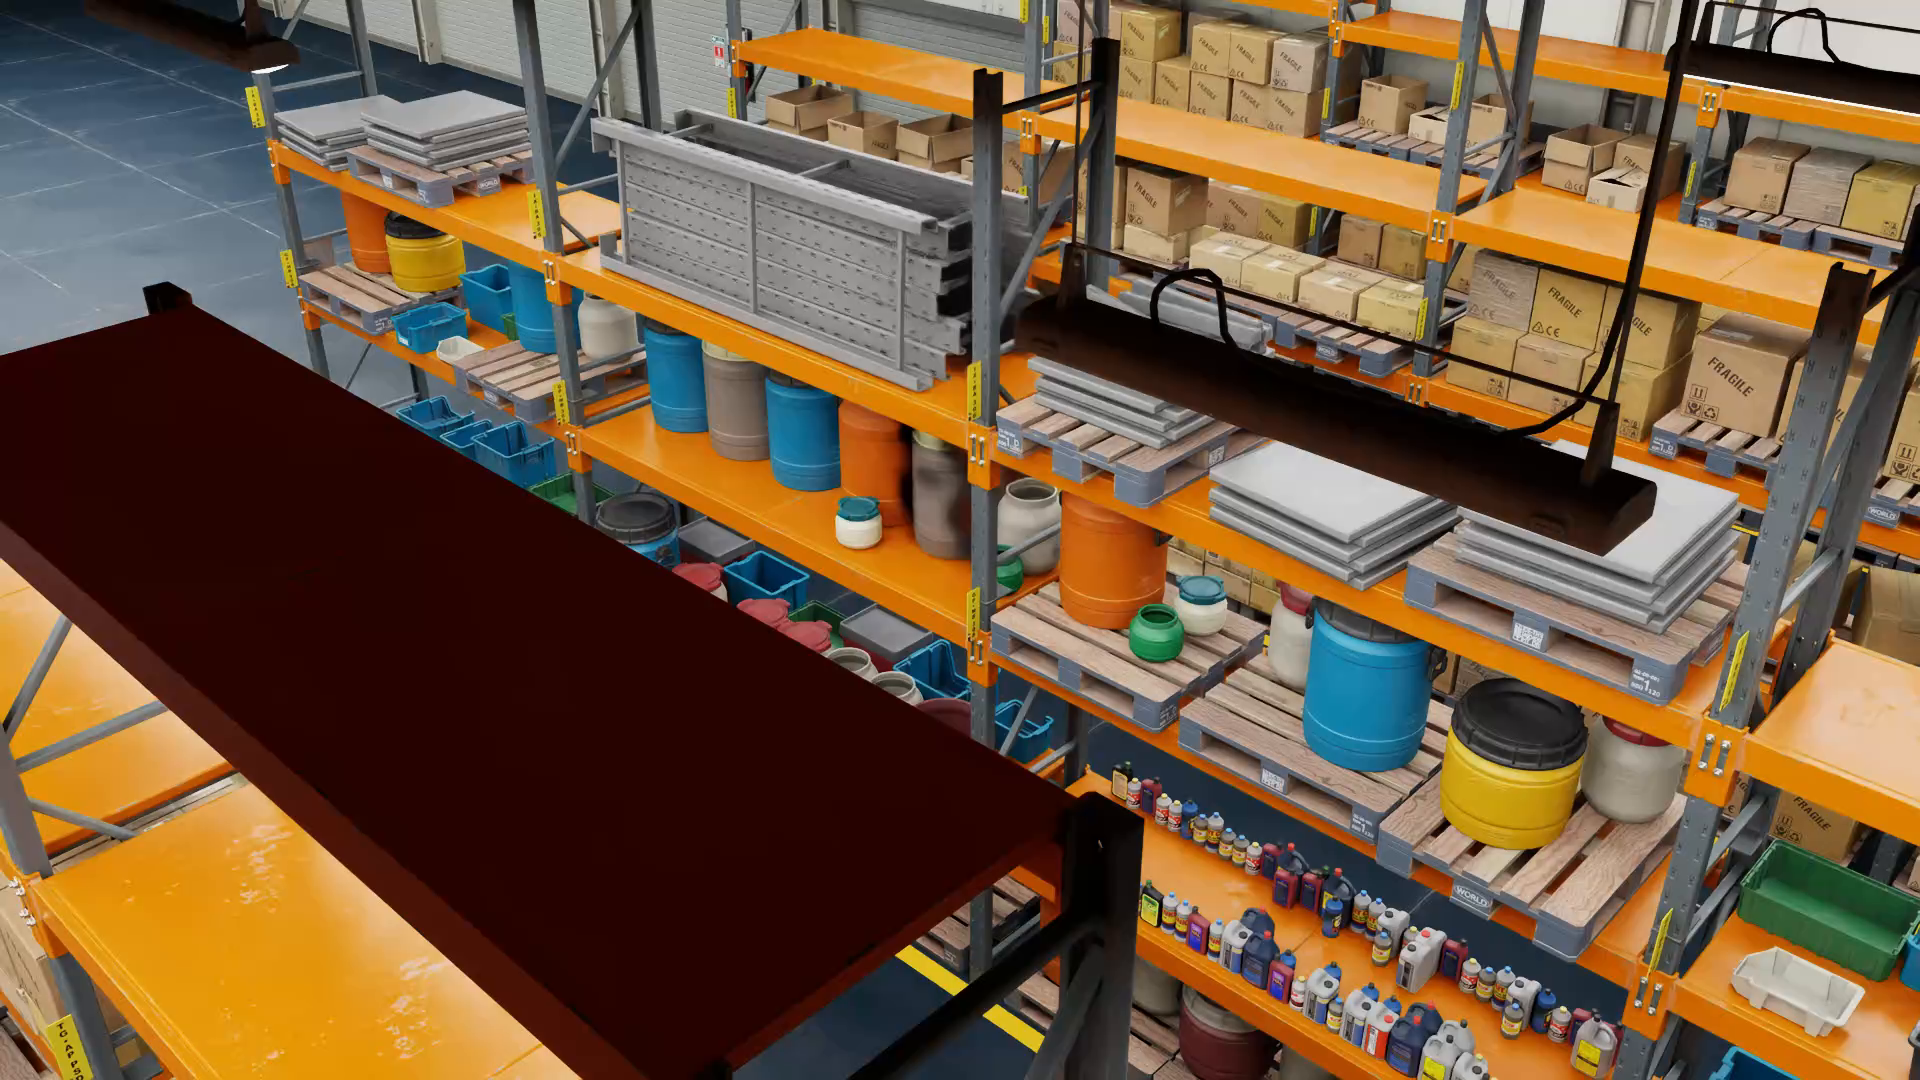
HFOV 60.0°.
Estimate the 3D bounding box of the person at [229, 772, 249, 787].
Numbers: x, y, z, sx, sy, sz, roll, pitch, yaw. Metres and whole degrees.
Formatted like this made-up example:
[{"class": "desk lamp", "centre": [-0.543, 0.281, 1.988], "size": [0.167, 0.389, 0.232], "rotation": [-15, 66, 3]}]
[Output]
[{"class": "person", "centre": [-4.960, 1.752, 11.172], "size": [0.586, 1.513, 1.017], "rotation": [-16, 33, -27]}]
